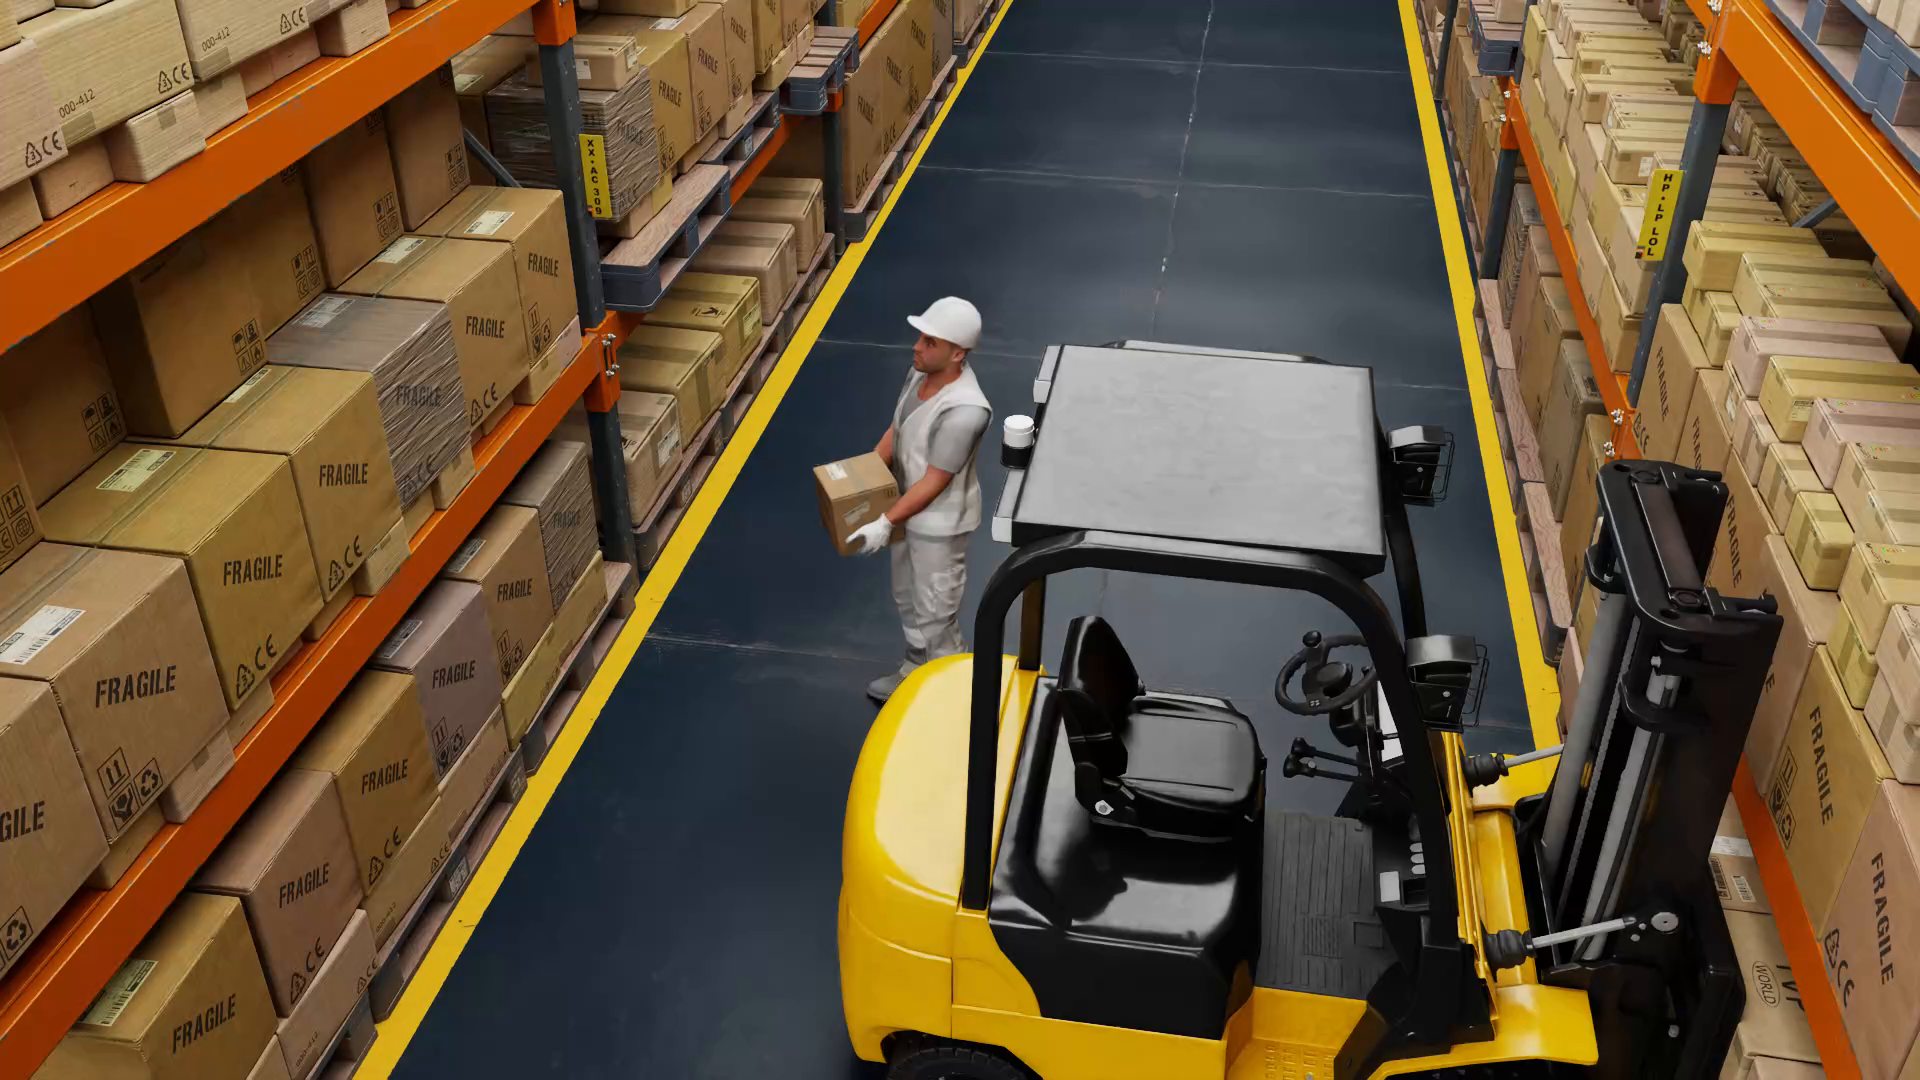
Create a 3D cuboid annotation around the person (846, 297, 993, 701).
[{"bbox_3d":[-0.191,-0.053,6.197,0.562,1.792,0.506,-11,34,-16],"label":"person"}]
